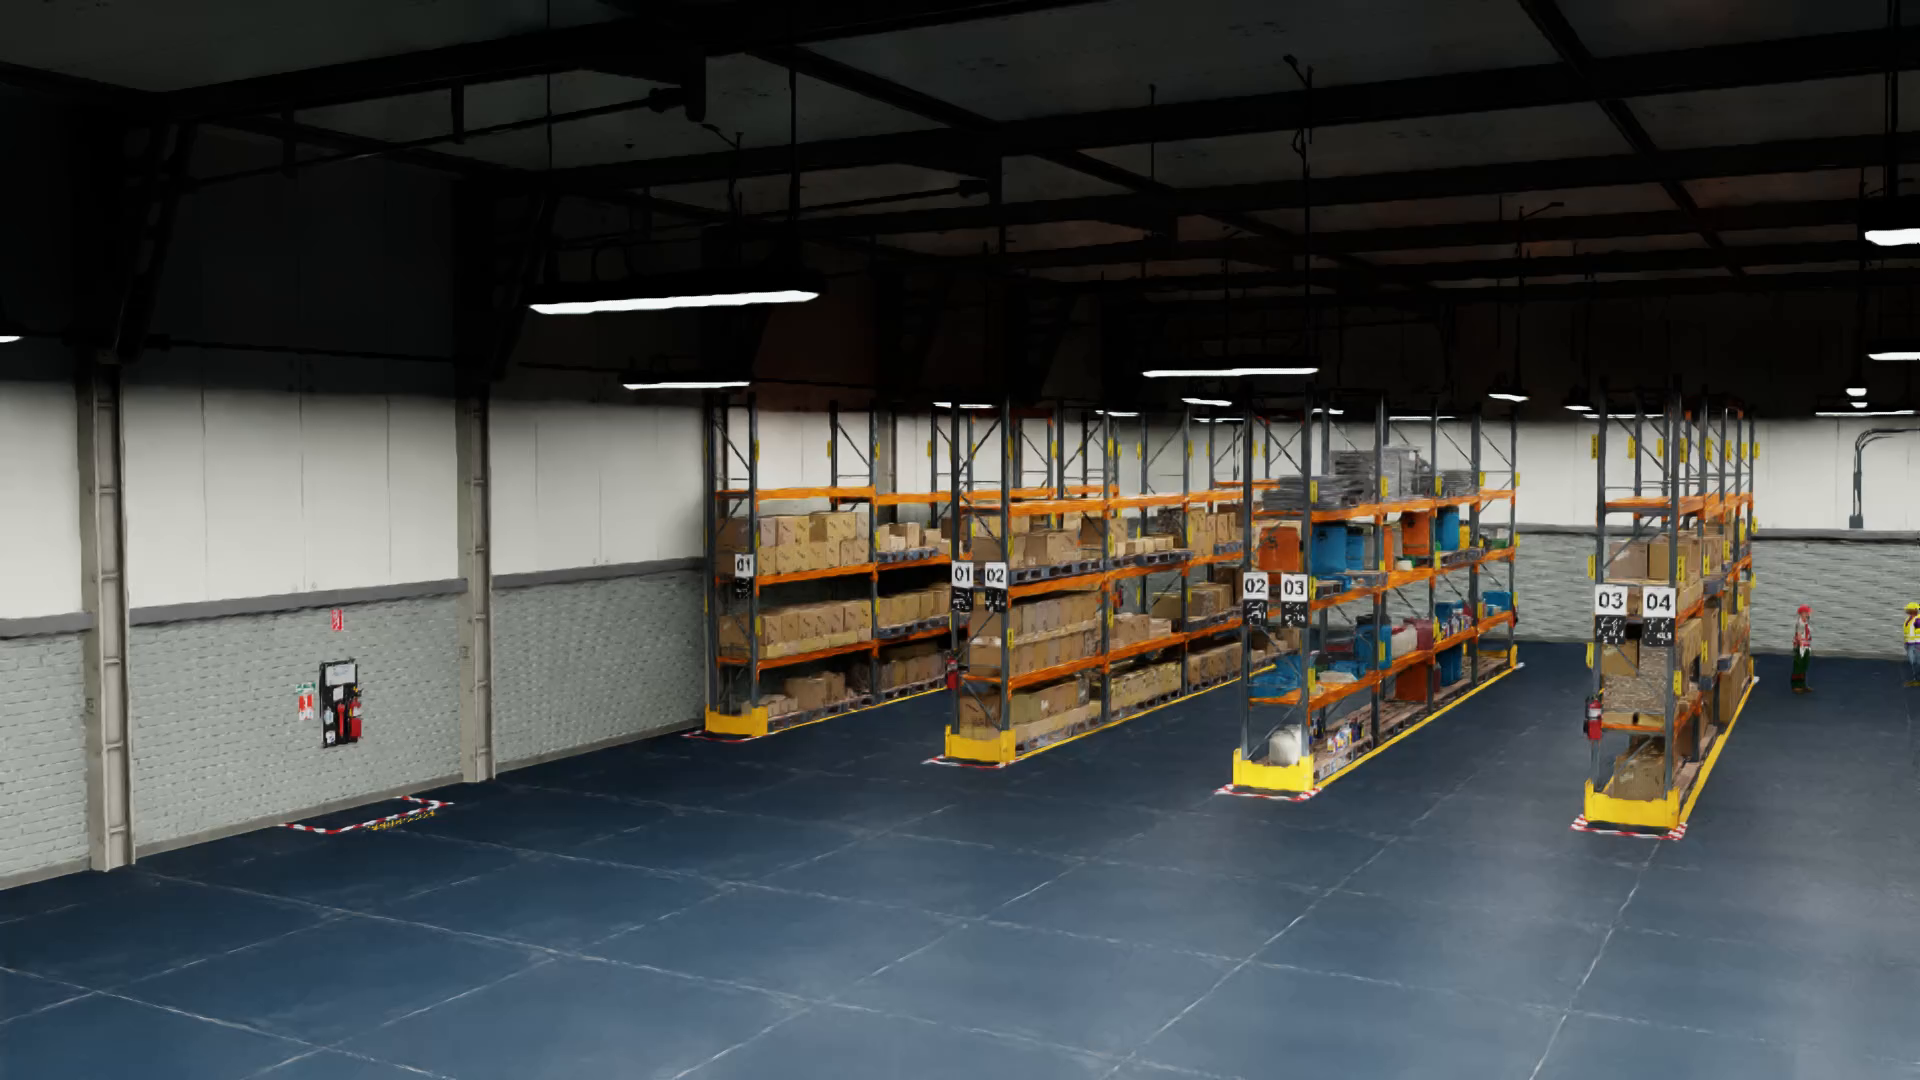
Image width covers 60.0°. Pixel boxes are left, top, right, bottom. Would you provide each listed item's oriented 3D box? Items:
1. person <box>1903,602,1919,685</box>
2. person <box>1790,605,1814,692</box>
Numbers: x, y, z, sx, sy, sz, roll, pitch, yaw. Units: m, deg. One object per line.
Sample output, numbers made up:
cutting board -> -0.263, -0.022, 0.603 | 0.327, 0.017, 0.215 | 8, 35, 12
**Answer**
person -> 20.306, 2.203, 35.331 | 0.398, 1.760, 0.652 | 0, 3, 0
person -> 17.459, 2.228, 34.434 | 0.384, 1.791, 0.607 | 2, 4, 38
